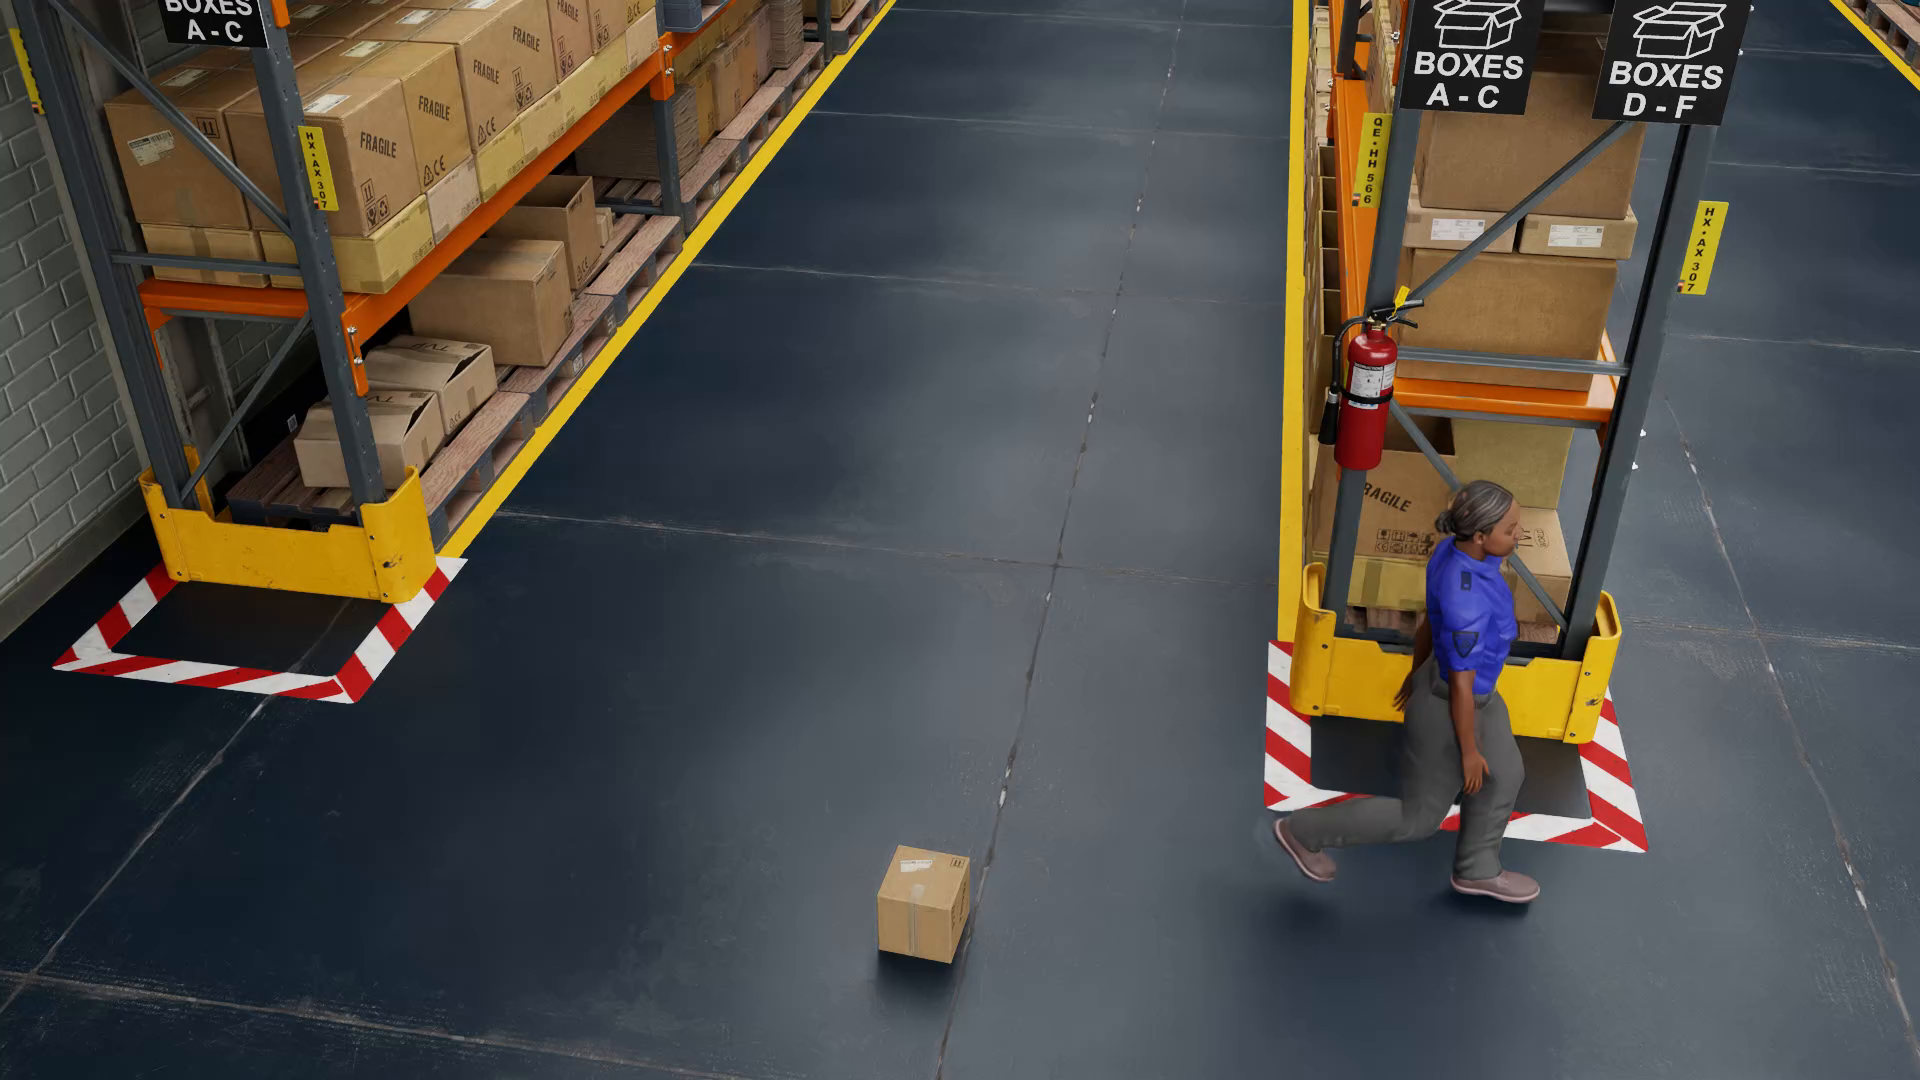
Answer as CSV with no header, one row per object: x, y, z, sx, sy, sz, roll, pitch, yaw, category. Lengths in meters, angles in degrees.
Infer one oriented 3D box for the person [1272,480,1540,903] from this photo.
1.522,0.523,5.307,0.906,1.608,0.471,10,34,15,person
